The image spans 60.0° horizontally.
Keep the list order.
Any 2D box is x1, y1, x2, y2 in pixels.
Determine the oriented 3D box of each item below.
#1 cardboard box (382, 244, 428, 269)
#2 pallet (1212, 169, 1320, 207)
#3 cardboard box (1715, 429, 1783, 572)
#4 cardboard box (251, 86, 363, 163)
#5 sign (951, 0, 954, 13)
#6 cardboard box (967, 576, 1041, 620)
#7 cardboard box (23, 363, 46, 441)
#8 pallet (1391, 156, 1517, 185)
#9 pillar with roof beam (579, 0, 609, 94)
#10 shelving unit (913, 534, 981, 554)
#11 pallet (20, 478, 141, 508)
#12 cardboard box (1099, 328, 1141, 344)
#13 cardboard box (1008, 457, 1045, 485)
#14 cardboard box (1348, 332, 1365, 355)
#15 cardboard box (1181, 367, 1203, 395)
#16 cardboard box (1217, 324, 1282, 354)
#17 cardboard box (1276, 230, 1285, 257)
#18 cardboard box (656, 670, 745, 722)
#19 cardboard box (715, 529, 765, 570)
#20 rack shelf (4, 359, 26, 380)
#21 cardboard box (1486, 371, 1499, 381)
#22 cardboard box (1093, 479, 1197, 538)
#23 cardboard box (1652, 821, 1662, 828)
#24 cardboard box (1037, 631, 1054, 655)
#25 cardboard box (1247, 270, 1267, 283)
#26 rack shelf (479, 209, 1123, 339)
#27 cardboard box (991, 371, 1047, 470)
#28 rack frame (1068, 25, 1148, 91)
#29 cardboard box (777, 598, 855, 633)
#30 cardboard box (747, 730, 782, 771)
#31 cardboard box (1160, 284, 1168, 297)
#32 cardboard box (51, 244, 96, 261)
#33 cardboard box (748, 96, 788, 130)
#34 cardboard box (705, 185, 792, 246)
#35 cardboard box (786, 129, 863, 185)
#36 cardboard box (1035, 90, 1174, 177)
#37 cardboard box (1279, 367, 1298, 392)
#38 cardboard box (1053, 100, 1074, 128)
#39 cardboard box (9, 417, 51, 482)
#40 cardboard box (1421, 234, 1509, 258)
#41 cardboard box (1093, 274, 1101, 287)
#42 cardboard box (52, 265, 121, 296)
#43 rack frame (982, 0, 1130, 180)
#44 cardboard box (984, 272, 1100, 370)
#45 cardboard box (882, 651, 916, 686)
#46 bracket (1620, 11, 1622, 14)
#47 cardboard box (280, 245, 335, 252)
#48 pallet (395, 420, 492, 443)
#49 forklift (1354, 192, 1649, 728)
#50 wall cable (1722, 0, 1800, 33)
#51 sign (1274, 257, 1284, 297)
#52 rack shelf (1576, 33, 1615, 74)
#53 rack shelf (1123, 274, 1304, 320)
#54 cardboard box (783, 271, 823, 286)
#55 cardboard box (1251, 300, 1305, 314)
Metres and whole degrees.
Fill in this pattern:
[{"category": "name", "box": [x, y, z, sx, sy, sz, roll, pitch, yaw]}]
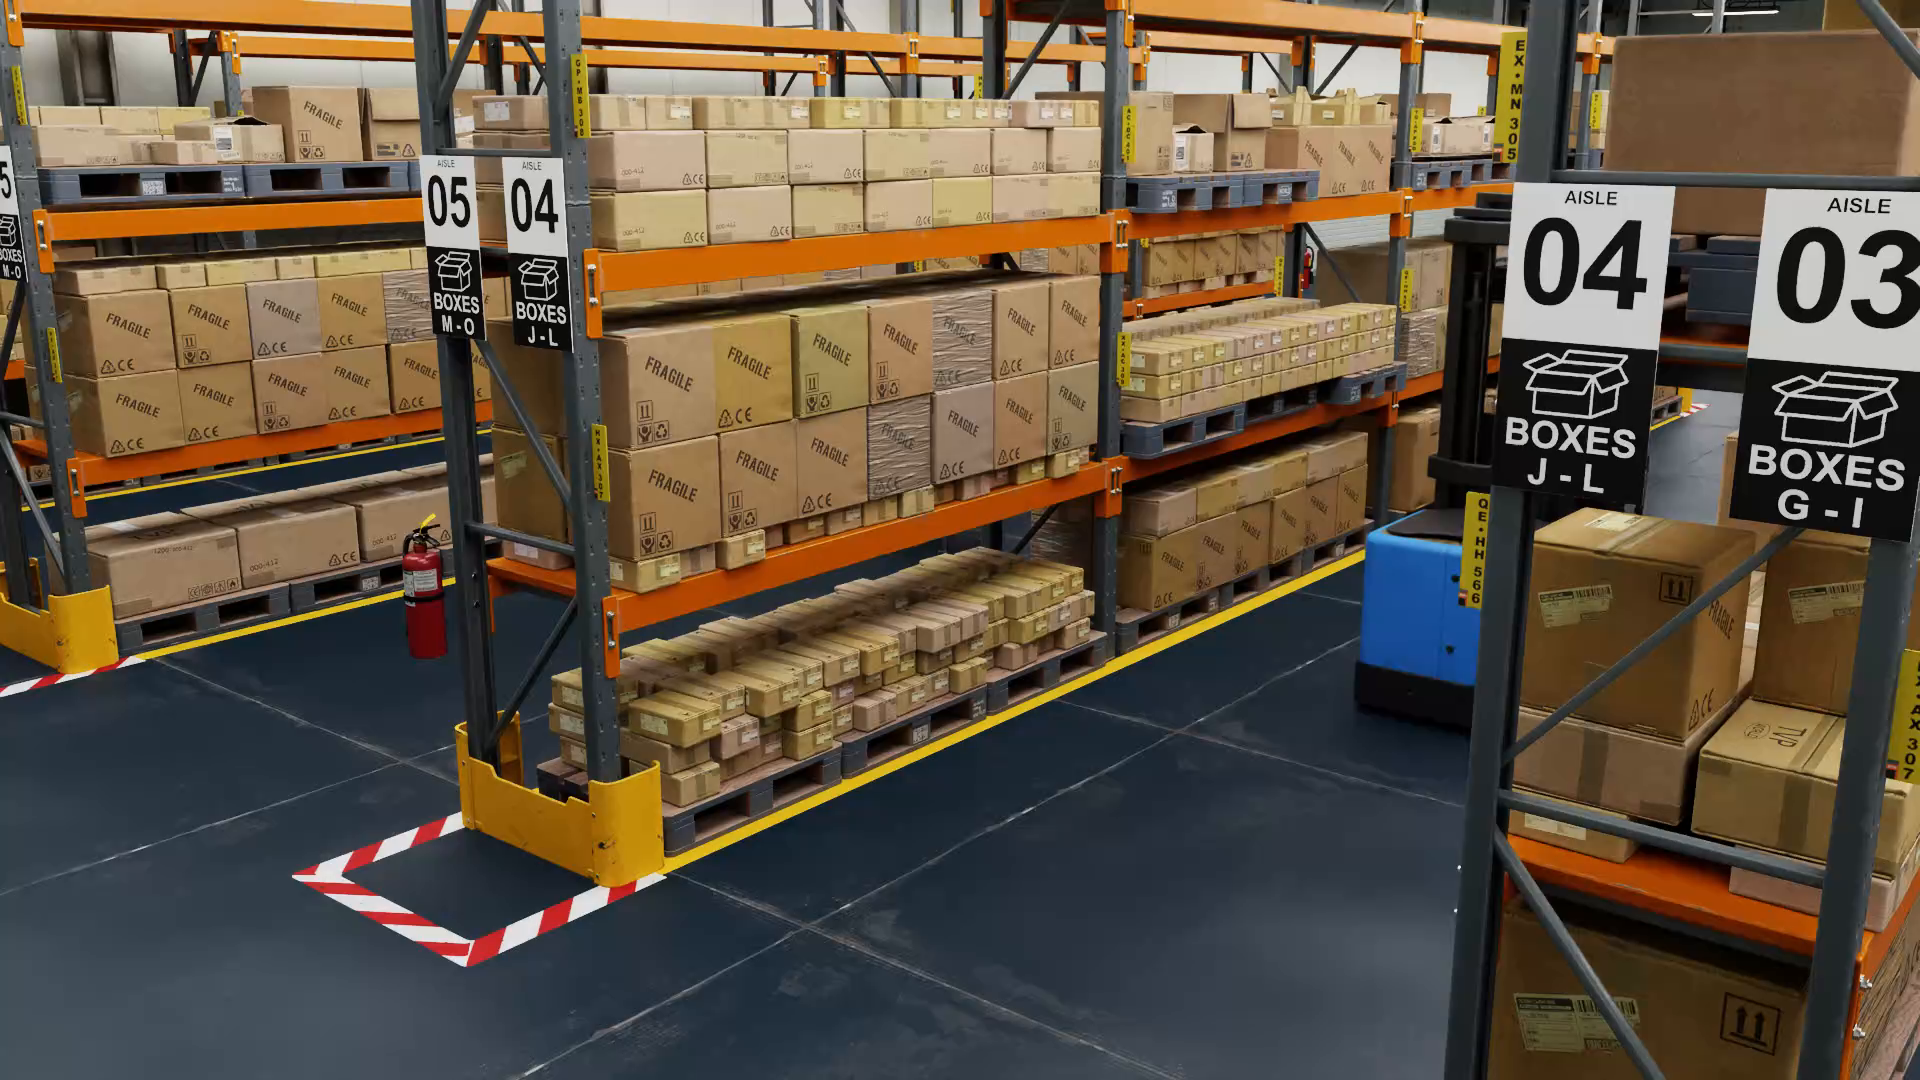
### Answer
[{"category": "cardboard box", "box": [-3.986, -2.060, 12.087, 0.380, 0.149, 0.250, 11, 18, 37]}, {"category": "pallet", "box": [1.683, -2.422, 11.354, 1.213, 0.211, 1.003, 11, 18, 38]}, {"category": "cardboard box", "box": [3.219, -0.161, 6.341, 0.500, 0.500, 0.500, 11, 18, 36]}, {"category": "cardboard box", "box": [-4.481, -2.856, 11.422, 0.500, 0.500, 0.500, 12, 18, 38]}, {"category": "sign", "box": [-0.099, -8.095, 24.992, 0.100, 0.325, 0.005, 11, 18, 38]}, {"category": "cardboard box", "box": [0.261, 0.344, 9.906, 0.380, 0.149, 0.250, 11, 18, 37]}, {"category": "cardboard box", "box": [-5.767, -0.921, 10.952, 0.500, 0.500, 0.500, 11, 18, 38]}, {"category": "pallet", "box": [4.141, -3.233, 14.548, 1.003, 0.211, 1.213, 12, 19, 40]}, {"category": "pillar with roof beam", "box": [-1.233, -5.669, 17.662, 9.100, 9.000, 0.400, 11, 18, 38]}, {"category": "shelving unit", "box": [-0.104, -0.986, 13.240, 0.431, 2.100, 0.503, 11, 18, 38]}, {"category": "pallet", "box": [-8.413, -0.555, 15.378, 1.003, 0.211, 1.213, 11, 18, 38]}, {"category": "cardboard box", "box": [0.996, -1.336, 11.240, 0.380, 0.149, 0.250, 11, 18, 36]}, {"category": "cardboard box", "box": [0.274, -0.438, 9.763, 0.380, 0.149, 0.250, 12, 19, 40]}, {"category": "cardboard box", "box": [2.791, -1.483, 12.422, 0.380, 0.149, 0.250, 12, 18, 39]}, {"category": "cardboard box", "box": [1.330, -1.038, 10.672, 0.380, 0.149, 0.250, 11, 18, 36]}, {"category": "cardboard box", "box": [1.980, -1.380, 11.414, 0.380, 0.149, 0.250, 12, 19, 40]}, {"category": "cardboard box", "box": [4.065, -3.849, 21.875, 0.500, 0.500, 0.500, 11, 18, 37]}, {"category": "cardboard box", "box": [-1.278, 0.778, 8.196, 0.380, 0.149, 0.250, 12, 18, 39]}, {"category": "cardboard box", "box": [-1.154, 0.020, 7.963, 0.380, 0.149, 0.250, 11, 18, 36]}, {"category": "rack shelf", "box": [-8.471, -1.541, 15.057, 1.077, 0.370, 4.000, 11, 18, 38]}, {"category": "cardboard box", "box": [5.271, -1.271, 16.249, 1.050, 0.750, 0.750, 11, 18, 37]}, {"category": "cardboard box", "box": [1.233, -0.214, 11.076, 0.500, 0.250, 0.500, 10, 18, 35]}, {"category": "cardboard box", "box": [1.973, 0.747, 5.100, 0.380, 0.149, 0.250, 11, 18, 38]}, {"category": "cardboard box", "box": [0.353, 0.585, 10.167, 0.380, 0.149, 0.250, 12, 18, 39]}, {"category": "cardboard box", "box": [3.734, -3.411, 21.469, 0.380, 0.149, 0.250, 12, 18, 39]}, {"category": "rack shelf", "box": [-0.694, -1.480, 8.727, 1.077, 0.370, 4.000, 11, 18, 38]}, {"category": "cardboard box", "box": [0.151, -0.715, 9.539, 0.500, 0.500, 0.500, 11, 18, 36]}, {"category": "rack frame", "box": [1.677, -5.945, 18.747, 1.000, 3.000, 0.127, 11, 18, 38]}, {"category": "cardboard box", "box": [-0.817, 0.461, 9.446, 0.380, 0.149, 0.250, 11, 18, 38]}, {"category": "cardboard box", "box": [-1.121, 1.024, 8.438, 0.380, 0.149, 0.250, 12, 18, 38]}, {"category": "cardboard box", "box": [2.243, -2.982, 19.781, 0.380, 0.149, 0.250, 12, 19, 39]}, {"category": "cardboard box", "box": [-8.357, -2.463, 15.405, 0.500, 0.500, 0.500, 11, 18, 36]}, {"category": "cardboard box", "box": [-1.015, -1.969, 7.669, 0.380, 0.149, 0.250, 12, 18, 38]}, {"category": "cardboard box", "box": [-1.136, -1.520, 7.727, 0.500, 0.250, 0.500, 12, 19, 39]}, {"category": "cardboard box", "box": [-0.819, -1.855, 8.028, 0.500, 0.250, 0.500, 12, 18, 38]}, {"category": "cardboard box", "box": [0.887, -2.520, 10.301, 0.700, 0.500, 0.500, 11, 18, 38]}, {"category": "cardboard box", "box": [2.146, -1.143, 11.687, 0.380, 0.149, 0.250, 10, 17, 35]}, {"category": "cardboard box", "box": [0.421, -2.421, 9.446, 0.380, 0.149, 0.250, 12, 18, 39]}, {"category": "cardboard box", "box": [-8.292, -0.844, 15.078, 0.500, 0.500, 0.500, 12, 18, 39]}, {"category": "cardboard box", "box": [4.644, -2.532, 15.264, 0.700, 0.500, 0.500, 11, 18, 38]}, {"category": "cardboard box", "box": [1.389, -2.930, 18.721, 0.380, 0.149, 0.250, 11, 18, 36]}, {"category": "cardboard box", "box": [-5.426, -1.612, 10.323, 0.380, 0.149, 0.250, 12, 18, 39]}, {"category": "rack frame", "box": [0.563, -3.666, 9.777, 1.000, 3.000, 0.127, 11, 18, 38]}, {"category": "cardboard box", "box": [0.478, -1.304, 9.825, 0.500, 0.500, 0.500, 10, 18, 36]}, {"category": "cardboard box", "box": [-0.467, 0.670, 9.225, 0.380, 0.149, 0.250, 12, 19, 40]}, {"category": "bracket", "box": [18.582, -14.999, 47.077, 0.235, 0.232, 0.430, 11, 18, 38]}, {"category": "cardboard box", "box": [-4.723, -2.043, 12.023, 0.380, 0.149, 0.250, 11, 18, 38]}, {"category": "pallet", "box": [-5.965, -1.317, 18.379, 1.003, 0.211, 1.213, 11, 18, 38]}, {"category": "forklift", "box": [3.601, -0.633, 10.161, 1.130, 2.935, 3.031, 11, 18, 37]}, {"category": "wall cable", "box": [23.029, -14.113, 46.951, 3.097, 2.526, 0.112, 11, 18, 38]}, {"category": "sign", "box": [2.643, -2.171, 13.724, 0.100, 0.325, 0.005, 11, 18, 38]}, {"category": "rack shelf", "box": [6.848, -5.039, 17.454, 1.077, 0.370, 4.000, 11, 18, 38]}, {"category": "rack shelf", "box": [2.934, -3.071, 21.082, 1.077, 0.370, 4.000, 11, 18, 38]}, {"category": "cardboard box", "box": [-1.591, -2.471, 15.024, 0.500, 0.500, 0.500, 11, 18, 38]}, {"category": "cardboard box", "box": [2.469, -1.784, 13.003, 0.380, 0.149, 0.250, 11, 18, 36]}]
